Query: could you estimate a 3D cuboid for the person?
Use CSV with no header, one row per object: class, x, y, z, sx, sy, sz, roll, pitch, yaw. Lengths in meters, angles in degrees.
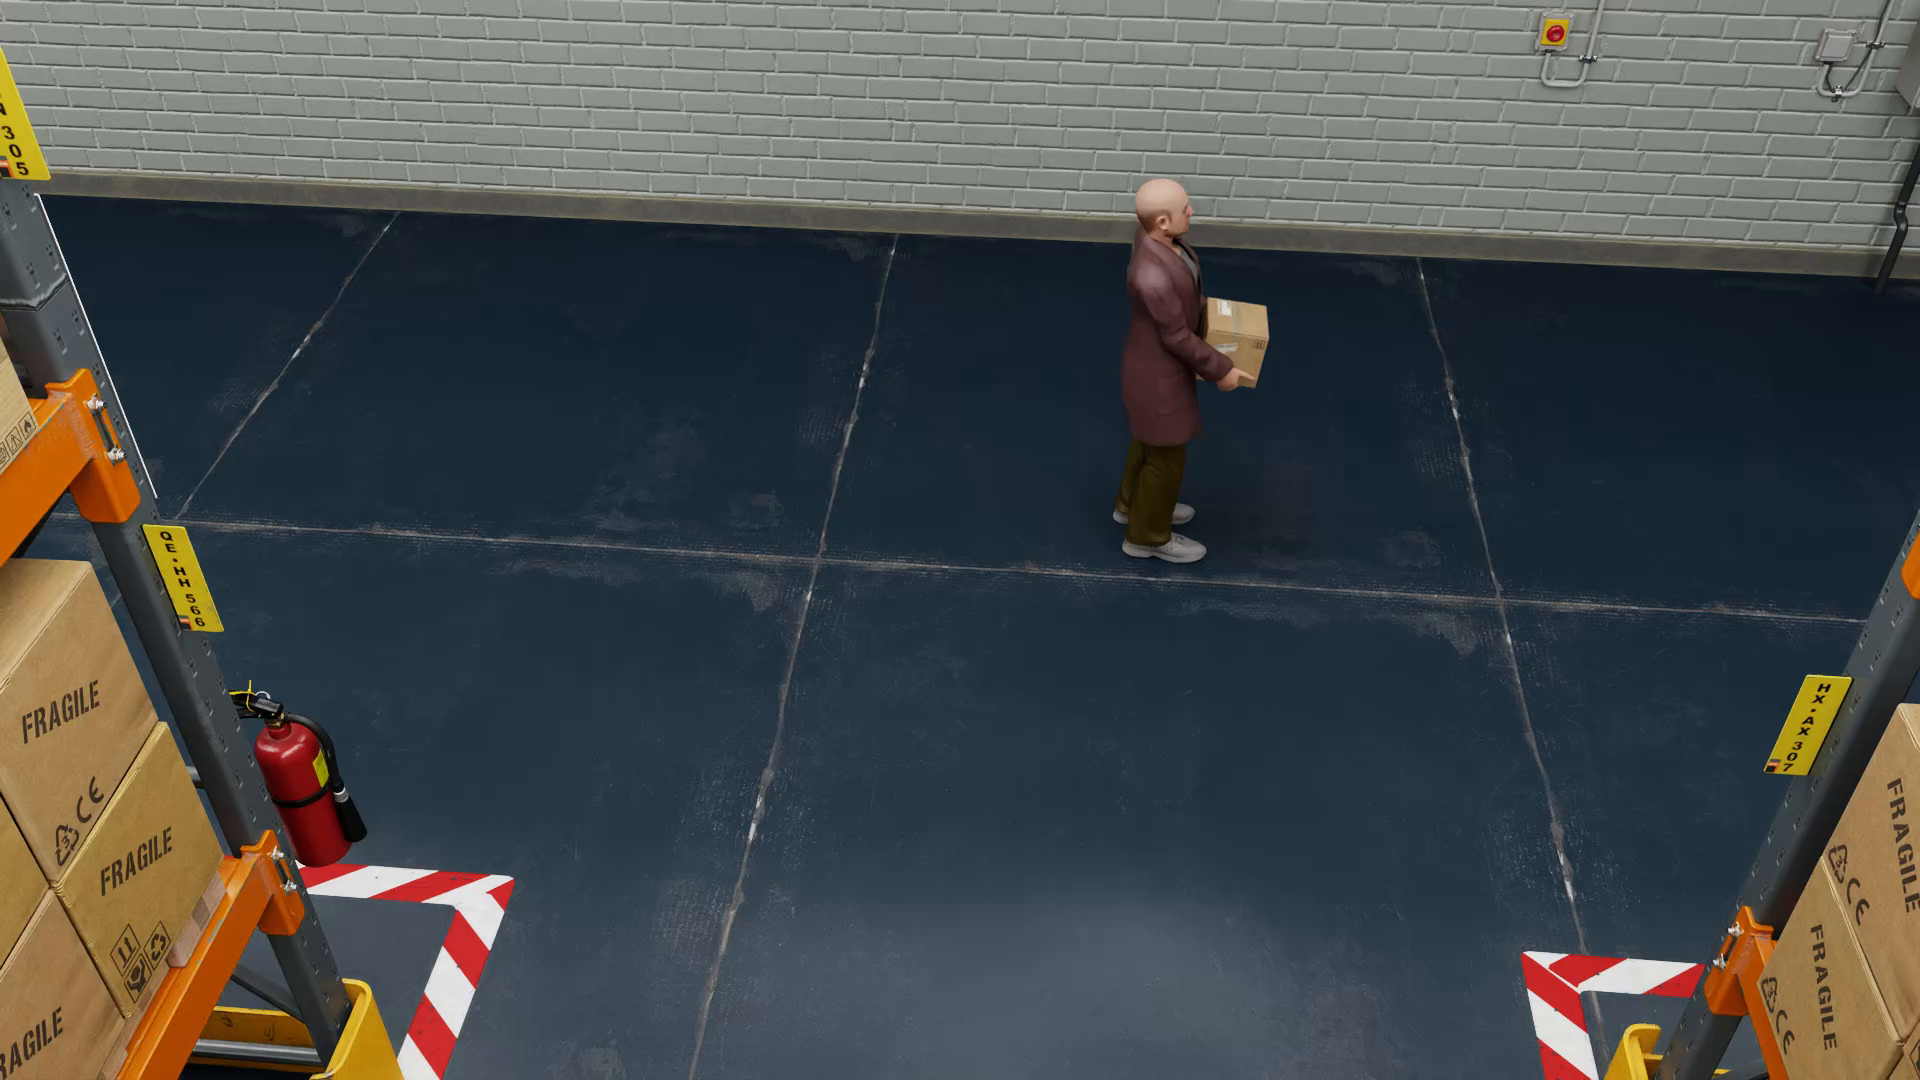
person,0.948,-0.699,7.018,0.554,1.776,0.525,4,40,4
